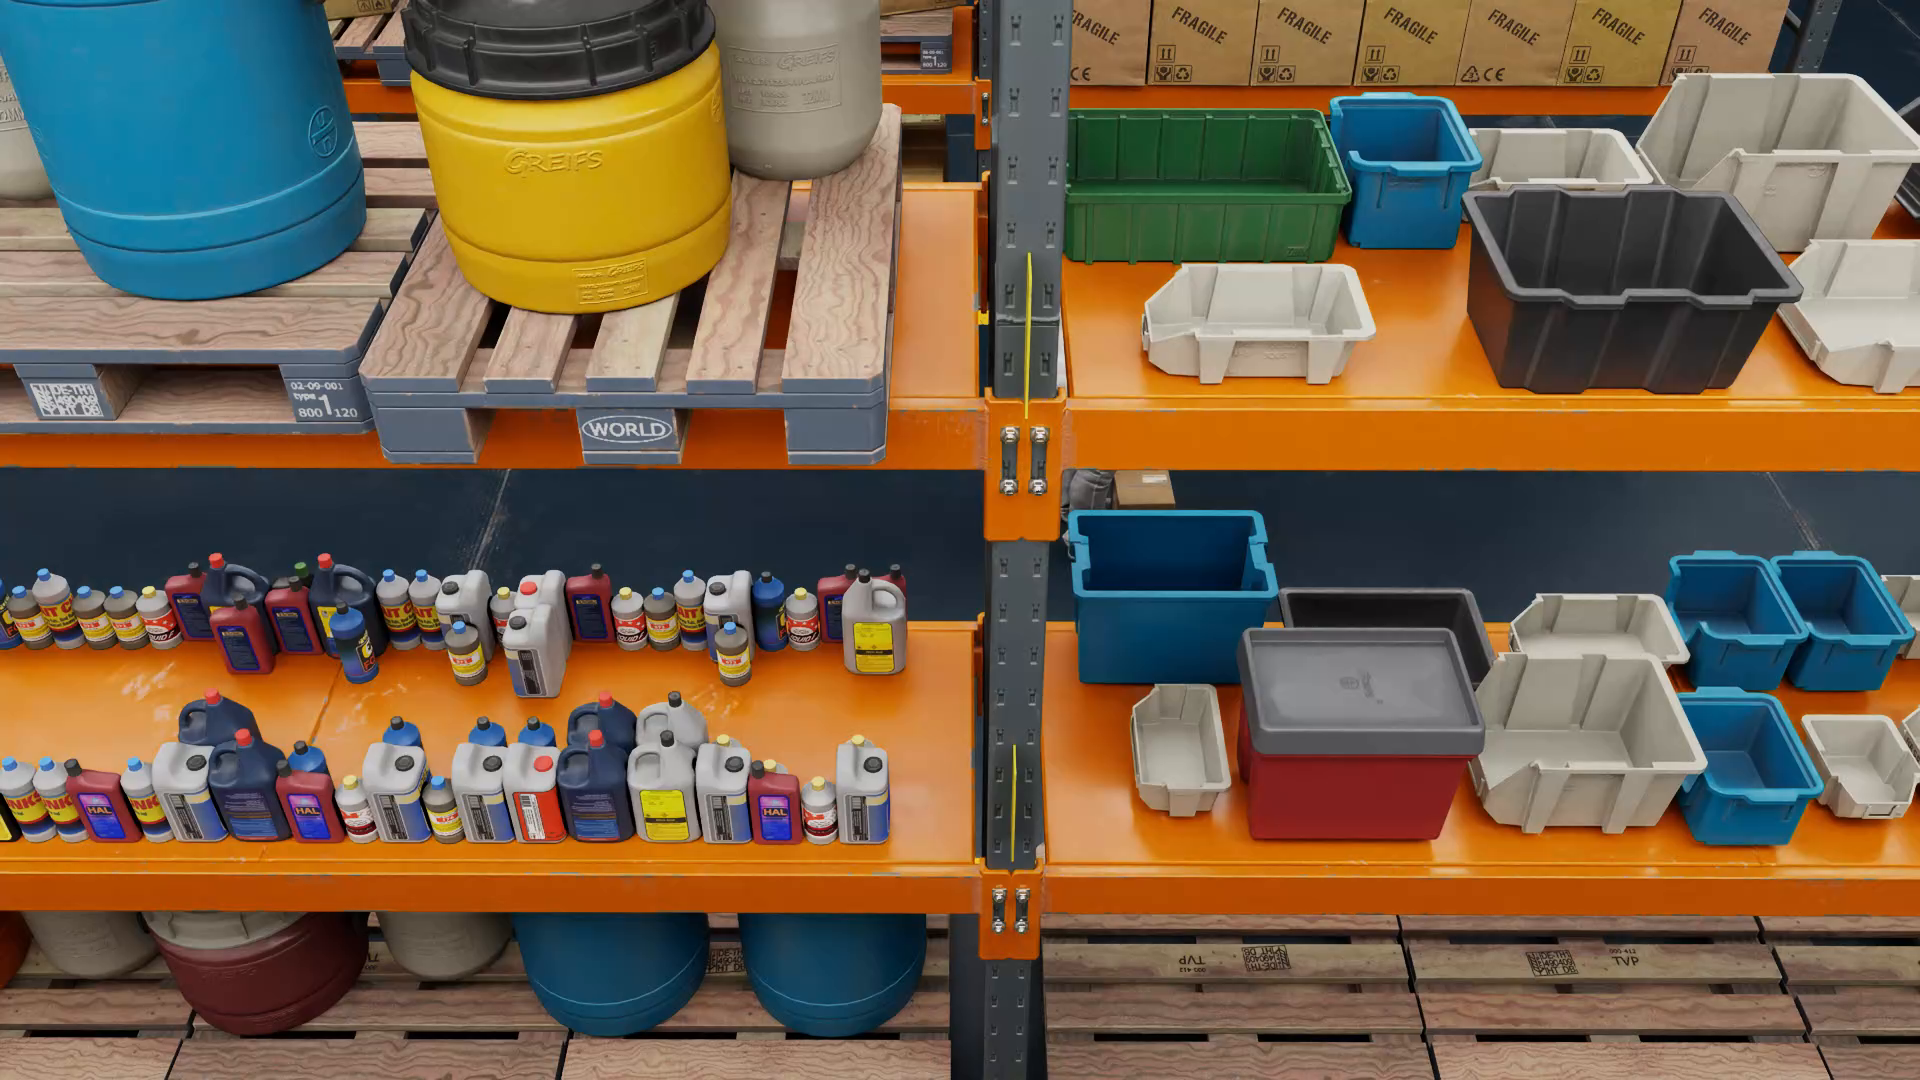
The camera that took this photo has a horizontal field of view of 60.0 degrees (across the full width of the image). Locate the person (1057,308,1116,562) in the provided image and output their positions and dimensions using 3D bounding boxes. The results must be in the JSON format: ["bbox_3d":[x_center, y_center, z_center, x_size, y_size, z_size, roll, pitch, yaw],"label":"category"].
[{"bbox_3d":[0.597,-0.725,7.025,0.458,1.760,0.634,-2,39,-3],"label":"person"}]
